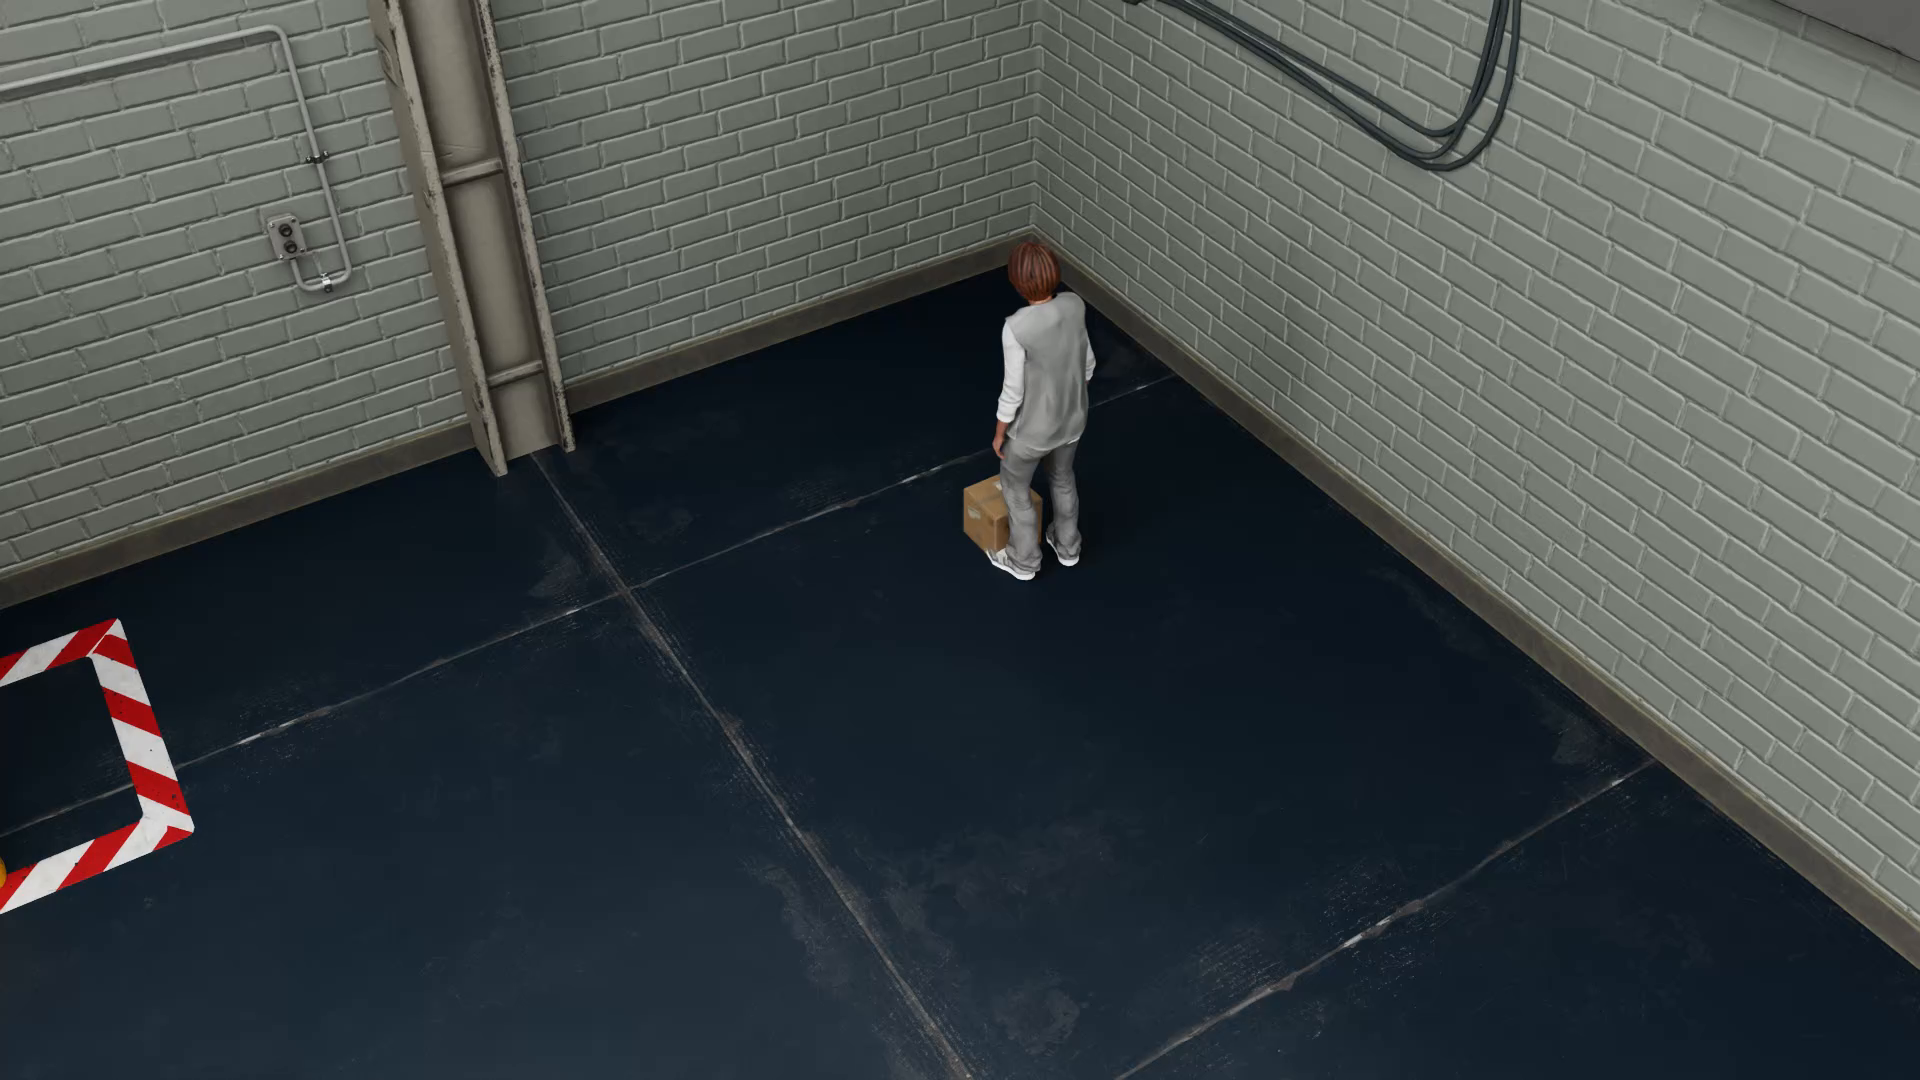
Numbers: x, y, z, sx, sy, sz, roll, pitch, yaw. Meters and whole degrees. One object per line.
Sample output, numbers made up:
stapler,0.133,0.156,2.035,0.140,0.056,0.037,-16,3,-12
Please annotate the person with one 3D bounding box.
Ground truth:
person,0.321,-0.487,6.721,0.469,1.590,0.377,-25,47,-25
